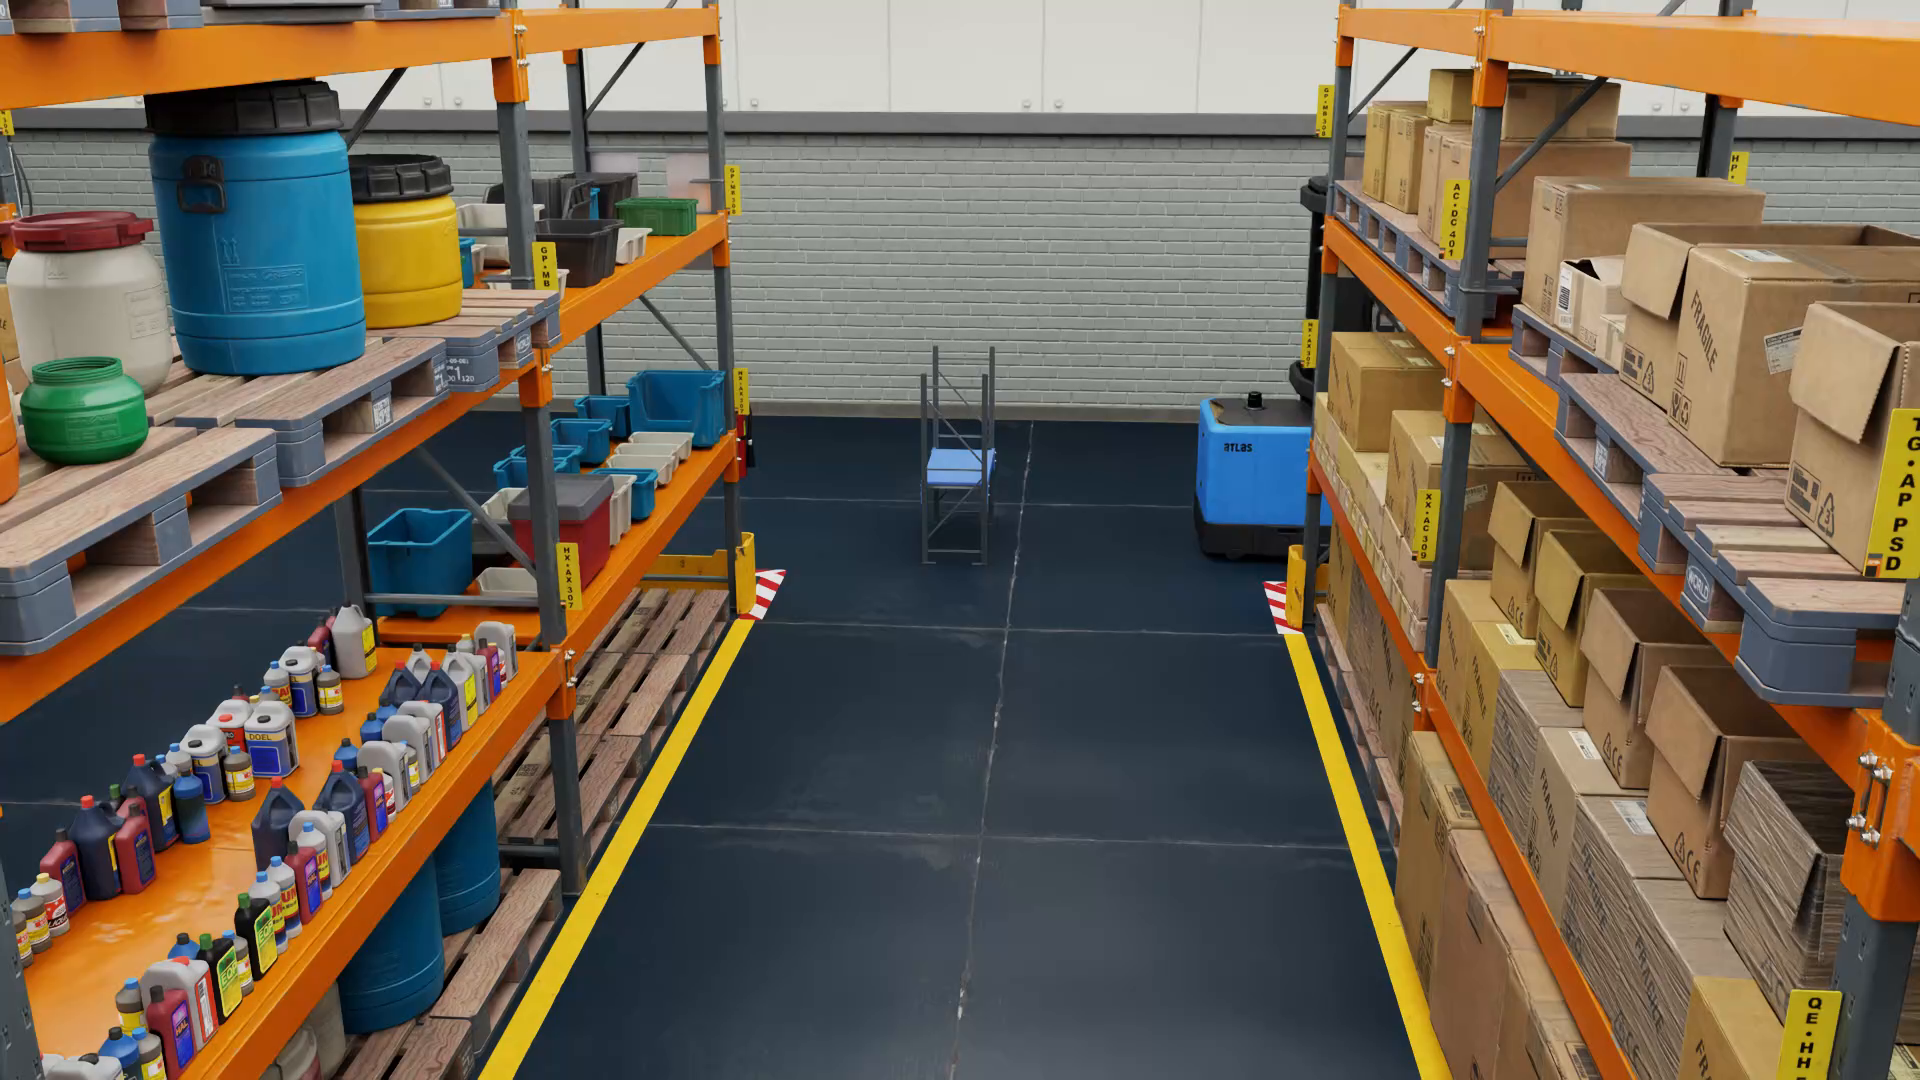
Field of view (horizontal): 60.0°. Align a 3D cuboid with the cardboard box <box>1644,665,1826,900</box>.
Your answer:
[{"bbox_3d":[2.426,0.687,4.738,0.797,0.503,0.637,2,18,5],"label":"cardboard box"}]

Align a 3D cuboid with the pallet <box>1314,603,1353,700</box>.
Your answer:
[{"bbox_3d":[2.903,0.731,10.854,1.003,0.211,1.213,1,18,4],"label":"pallet"}]

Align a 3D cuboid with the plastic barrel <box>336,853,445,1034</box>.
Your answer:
[{"bbox_3d":[-2.452,1.473,6.805,0.600,0.901,0.708,1,18,4],"label":"plastic barrel"}]

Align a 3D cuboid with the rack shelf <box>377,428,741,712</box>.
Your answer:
[{"bbox_3d":[-2.202,0.008,9.737,1.077,0.370,4.000,1,18,4],"label":"rack shelf"}]

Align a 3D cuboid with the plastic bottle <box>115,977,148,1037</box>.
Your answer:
[{"bbox_3d":[-2.371,1.356,4.787,0.097,0.201,0.097,0,18,0],"label":"plastic bottle"}]

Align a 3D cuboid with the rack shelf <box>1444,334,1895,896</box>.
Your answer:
[{"bbox_3d":[2.452,-0.065,5.141,1.077,0.370,4.000,1,18,4],"label":"rack shelf"}]

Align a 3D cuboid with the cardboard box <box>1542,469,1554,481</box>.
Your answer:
[{"bbox_3d":[2.884,-0.172,7.689,0.500,0.500,0.500,1,18,4],"label":"cardboard box"}]

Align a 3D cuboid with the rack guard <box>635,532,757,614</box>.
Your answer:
[{"bbox_3d":[-2.070,0.225,11.934,1.175,0.500,0.348,1,18,4],"label":"rack guard"}]

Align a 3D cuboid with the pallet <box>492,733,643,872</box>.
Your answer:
[{"bbox_3d":[-2.331,1.383,8.863,1.003,0.211,1.213,1,18,4],"label":"pallet"}]

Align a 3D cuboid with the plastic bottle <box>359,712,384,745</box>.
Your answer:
[{"bbox_3d":[-2.249,0.793,6.393,0.097,0.271,0.097,0,18,0],"label":"plastic bottle"}]

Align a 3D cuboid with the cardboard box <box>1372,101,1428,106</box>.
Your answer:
[{"bbox_3d":[2.898,-2.402,10.123,0.700,0.500,0.500,0,18,1],"label":"cardboard box"}]

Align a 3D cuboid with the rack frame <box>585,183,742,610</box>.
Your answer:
[{"bbox_3d":[-2.058,-0.955,11.521,1.000,3.000,0.127,1,18,4],"label":"rack frame"}]

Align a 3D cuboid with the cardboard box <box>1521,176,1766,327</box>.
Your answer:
[{"bbox_3d":[2.564,-1.094,6.294,0.700,0.500,0.500,2,18,5],"label":"cardboard box"}]

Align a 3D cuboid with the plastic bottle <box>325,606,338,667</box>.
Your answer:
[{"bbox_3d":[-2.797,0.447,7.429,0.061,0.283,0.133,1,18,4],"label":"plastic bottle"}]

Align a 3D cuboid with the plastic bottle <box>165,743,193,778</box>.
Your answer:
[{"bbox_3d":[-2.877,0.879,6.131,0.097,0.271,0.097,0,18,0],"label":"plastic bottle"}]

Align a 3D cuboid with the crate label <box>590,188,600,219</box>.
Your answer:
[{"bbox_3d":[-2.447,-2.031,10.224,0.408,0.251,0.502,1,18,4],"label":"crate label"}]

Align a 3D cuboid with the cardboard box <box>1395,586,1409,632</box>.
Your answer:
[{"bbox_3d":[2.308,0.335,7.987,0.380,0.149,0.250,2,18,5],"label":"cardboard box"}]

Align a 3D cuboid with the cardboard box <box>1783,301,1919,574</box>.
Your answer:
[{"bbox_3d":[2.280,-0.225,3.635,0.797,0.503,0.637,2,18,7],"label":"cardboard box"}]

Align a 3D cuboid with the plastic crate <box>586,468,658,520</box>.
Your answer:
[{"bbox_3d":[-1.950,-0.261,9.574,0.416,0.233,0.300,1,18,4],"label":"plastic crate"}]

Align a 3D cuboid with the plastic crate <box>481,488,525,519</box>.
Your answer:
[{"bbox_3d":[-2.520,-0.164,9.432,0.293,0.136,0.466,1,18,4],"label":"plastic crate"}]

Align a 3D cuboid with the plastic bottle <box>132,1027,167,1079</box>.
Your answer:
[{"bbox_3d":[-2.236,1.431,4.558,0.097,0.201,0.097,0,18,0],"label":"plastic bottle"}]

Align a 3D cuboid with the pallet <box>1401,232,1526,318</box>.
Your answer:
[{"bbox_3d":[2.664,-1.239,7.714,1.003,0.211,1.213,1,18,4],"label":"pallet"}]

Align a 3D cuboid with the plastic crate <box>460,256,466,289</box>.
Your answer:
[{"bbox_3d":[-2.616,-1.176,7.718,0.450,0.188,0.662,1,18,4],"label":"plastic crate"}]

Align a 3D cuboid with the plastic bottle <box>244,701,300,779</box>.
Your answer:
[{"bbox_3d":[-2.673,0.772,6.448,0.152,0.276,0.135,1,18,4],"label":"plastic bottle"}]

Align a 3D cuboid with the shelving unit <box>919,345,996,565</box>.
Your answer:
[{"bbox_3d":[-0.006,-0.686,13.109,0.538,1.500,1.048,1,18,4],"label":"shelving unit"}]

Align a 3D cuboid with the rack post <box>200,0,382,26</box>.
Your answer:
[{"bbox_3d":[-2.363,-1.695,4.946,0.937,0.300,0.954,3,18,10],"label":"rack post"}]

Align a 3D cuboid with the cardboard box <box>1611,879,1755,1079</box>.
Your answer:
[{"bbox_3d":[2.138,1.279,4.542,0.500,0.500,0.500,1,18,3],"label":"cardboard box"}]

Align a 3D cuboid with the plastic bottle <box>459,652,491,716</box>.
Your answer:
[{"bbox_3d":[-2.077,0.589,7.007,0.152,0.276,0.135,1,18,4],"label":"plastic bottle"}]

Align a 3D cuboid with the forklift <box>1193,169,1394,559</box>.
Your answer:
[{"bbox_3d":[3.420,-1.357,12.858,3.031,2.935,1.130,1,18,3],"label":"forklift"}]

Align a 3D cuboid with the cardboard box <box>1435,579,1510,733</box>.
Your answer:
[{"bbox_3d":[2.313,0.487,6.958,0.500,0.500,0.500,1,18,4],"label":"cardboard box"}]

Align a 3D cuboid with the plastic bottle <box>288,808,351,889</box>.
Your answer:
[{"bbox_3d":[-2.179,1.030,5.660,0.152,0.276,0.135,1,18,4],"label":"plastic bottle"}]

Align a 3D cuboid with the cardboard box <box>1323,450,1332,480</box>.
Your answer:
[{"bbox_3d":[2.492,-0.463,10.423,0.380,0.149,0.250,1,18,3],"label":"cardboard box"}]

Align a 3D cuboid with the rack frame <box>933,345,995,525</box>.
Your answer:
[{"bbox_3d":[0.030,-0.844,13.590,0.500,1.500,0.032,1,18,4],"label":"rack frame"}]

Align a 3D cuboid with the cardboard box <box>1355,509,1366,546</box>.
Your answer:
[{"bbox_3d":[2.401,-0.063,9.202,0.380,0.149,0.250,2,18,5],"label":"cardboard box"}]

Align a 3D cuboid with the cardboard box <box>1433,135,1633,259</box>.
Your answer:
[{"bbox_3d":[2.591,-1.567,7.574,0.700,0.500,0.500,0,18,1],"label":"cardboard box"}]

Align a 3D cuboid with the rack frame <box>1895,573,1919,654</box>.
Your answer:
[{"bbox_3d":[2.308,-1.211,2.667,1.000,3.000,0.127,1,18,4],"label":"rack frame"}]

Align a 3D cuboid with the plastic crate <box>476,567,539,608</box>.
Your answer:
[{"bbox_3d":[-2.169,0.243,8.193,0.396,0.136,0.243,1,18,4],"label":"plastic crate"}]

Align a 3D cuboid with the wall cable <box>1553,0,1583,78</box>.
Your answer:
[{"bbox_3d":[6.725,-6.903,14.873,2.277,5.999,0.120,1,18,4],"label":"wall cable"}]

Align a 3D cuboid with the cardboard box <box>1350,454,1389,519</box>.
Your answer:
[{"bbox_3d":[2.476,-0.292,9.260,0.500,0.250,0.500,1,18,3],"label":"cardboard box"}]

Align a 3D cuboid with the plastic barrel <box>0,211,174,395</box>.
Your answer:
[{"bbox_3d":[-2.655,-0.714,5.075,0.433,0.535,0.433,0,18,0],"label":"plastic barrel"}]

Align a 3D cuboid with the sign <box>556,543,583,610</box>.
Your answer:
[{"bbox_3d":[-1.797,0.168,7.647,0.100,0.325,0.005,1,18,4],"label":"sign"}]

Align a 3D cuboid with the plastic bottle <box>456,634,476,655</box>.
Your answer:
[{"bbox_3d":[-2.177,0.514,7.356,0.097,0.201,0.097,0,18,0],"label":"plastic bottle"}]

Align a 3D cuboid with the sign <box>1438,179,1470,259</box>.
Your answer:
[{"bbox_3d":[2.041,-1.323,6.869,0.100,0.325,0.005,1,18,4],"label":"sign"}]

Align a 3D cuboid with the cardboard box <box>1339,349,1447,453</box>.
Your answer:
[{"bbox_3d":[2.511,-0.812,9.642,0.500,0.500,0.500,1,18,2],"label":"cardboard box"}]

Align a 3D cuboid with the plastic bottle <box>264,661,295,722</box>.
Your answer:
[{"bbox_3d":[-2.820,0.633,6.882,0.097,0.271,0.097,0,18,0],"label":"plastic bottle"}]

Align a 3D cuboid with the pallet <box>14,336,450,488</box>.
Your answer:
[{"bbox_3d":[-2.382,-0.451,5.467,1.003,0.211,1.213,1,18,4],"label":"pallet"}]

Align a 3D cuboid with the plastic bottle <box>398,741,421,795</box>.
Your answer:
[{"bbox_3d":[-2.104,0.860,6.301,0.097,0.201,0.097,0,18,0],"label":"plastic bottle"}]

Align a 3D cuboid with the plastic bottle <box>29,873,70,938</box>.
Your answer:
[{"bbox_3d":[-2.936,1.170,5.354,0.097,0.201,0.097,0,18,0],"label":"plastic bottle"}]

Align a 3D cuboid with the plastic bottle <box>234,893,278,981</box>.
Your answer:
[{"bbox_3d":[-2.174,1.202,5.126,0.061,0.283,0.133,1,18,4],"label":"plastic bottle"}]
